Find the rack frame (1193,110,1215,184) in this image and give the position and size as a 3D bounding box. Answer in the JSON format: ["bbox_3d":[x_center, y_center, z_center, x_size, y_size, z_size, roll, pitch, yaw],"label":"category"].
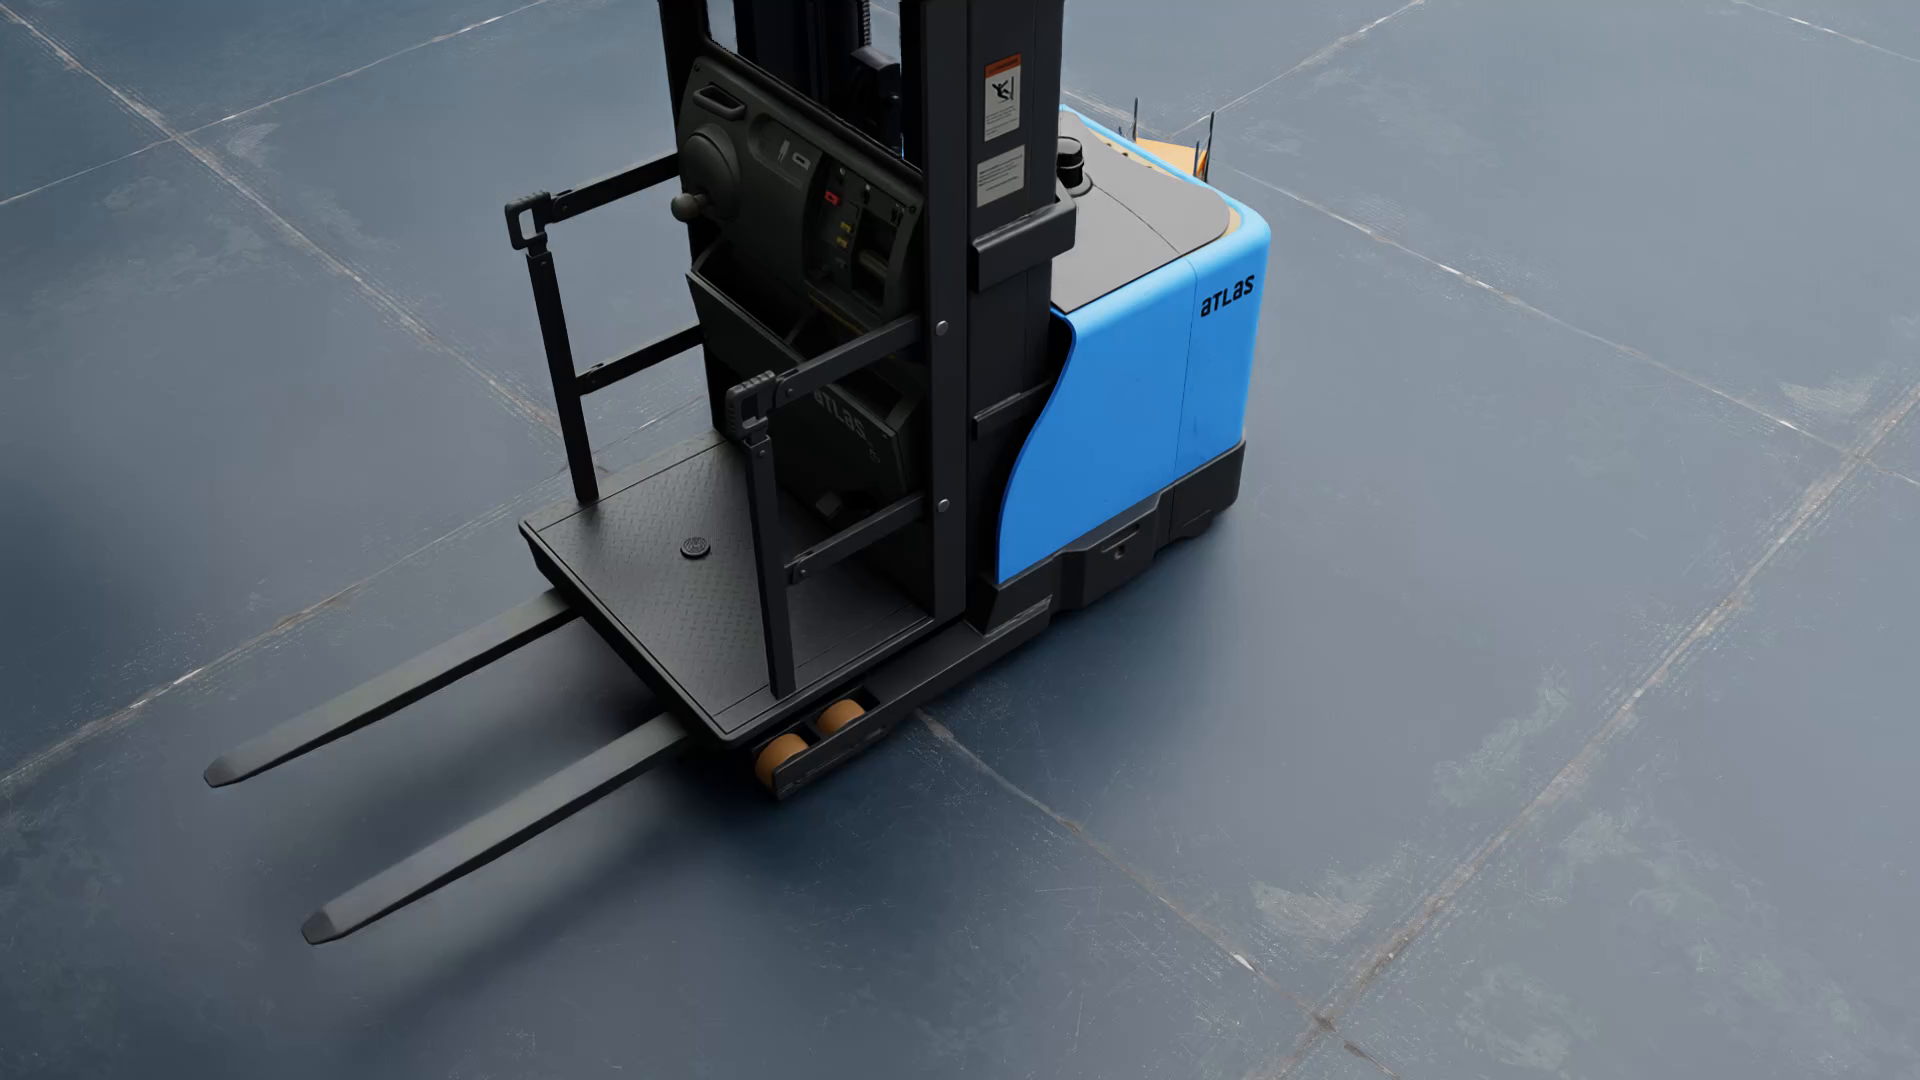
[{"bbox_3d":[0.750,-0.878,5.427,0.008,1.050,0.200,14,45,15],"label":"rack frame"}]

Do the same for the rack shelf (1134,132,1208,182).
[{"bbox_3d":[0.636,-1.108,5.273,0.240,0.259,0.215,14,45,15],"label":"rack shelf"}]

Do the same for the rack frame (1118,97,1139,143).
[{"bbox_3d":[0.521,-0.936,5.490,0.008,1.050,0.200,14,45,15],"label":"rack frame"}]

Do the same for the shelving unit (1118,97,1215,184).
[{"bbox_3d":[0.636,-0.907,5.458,0.252,1.050,0.215,14,45,15],"label":"shelving unit"}]

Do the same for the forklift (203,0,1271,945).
[{"bbox_3d":[-0.568,-0.793,3.949,3.031,2.935,1.130,-29,50,-28],"label":"forklift"}]
